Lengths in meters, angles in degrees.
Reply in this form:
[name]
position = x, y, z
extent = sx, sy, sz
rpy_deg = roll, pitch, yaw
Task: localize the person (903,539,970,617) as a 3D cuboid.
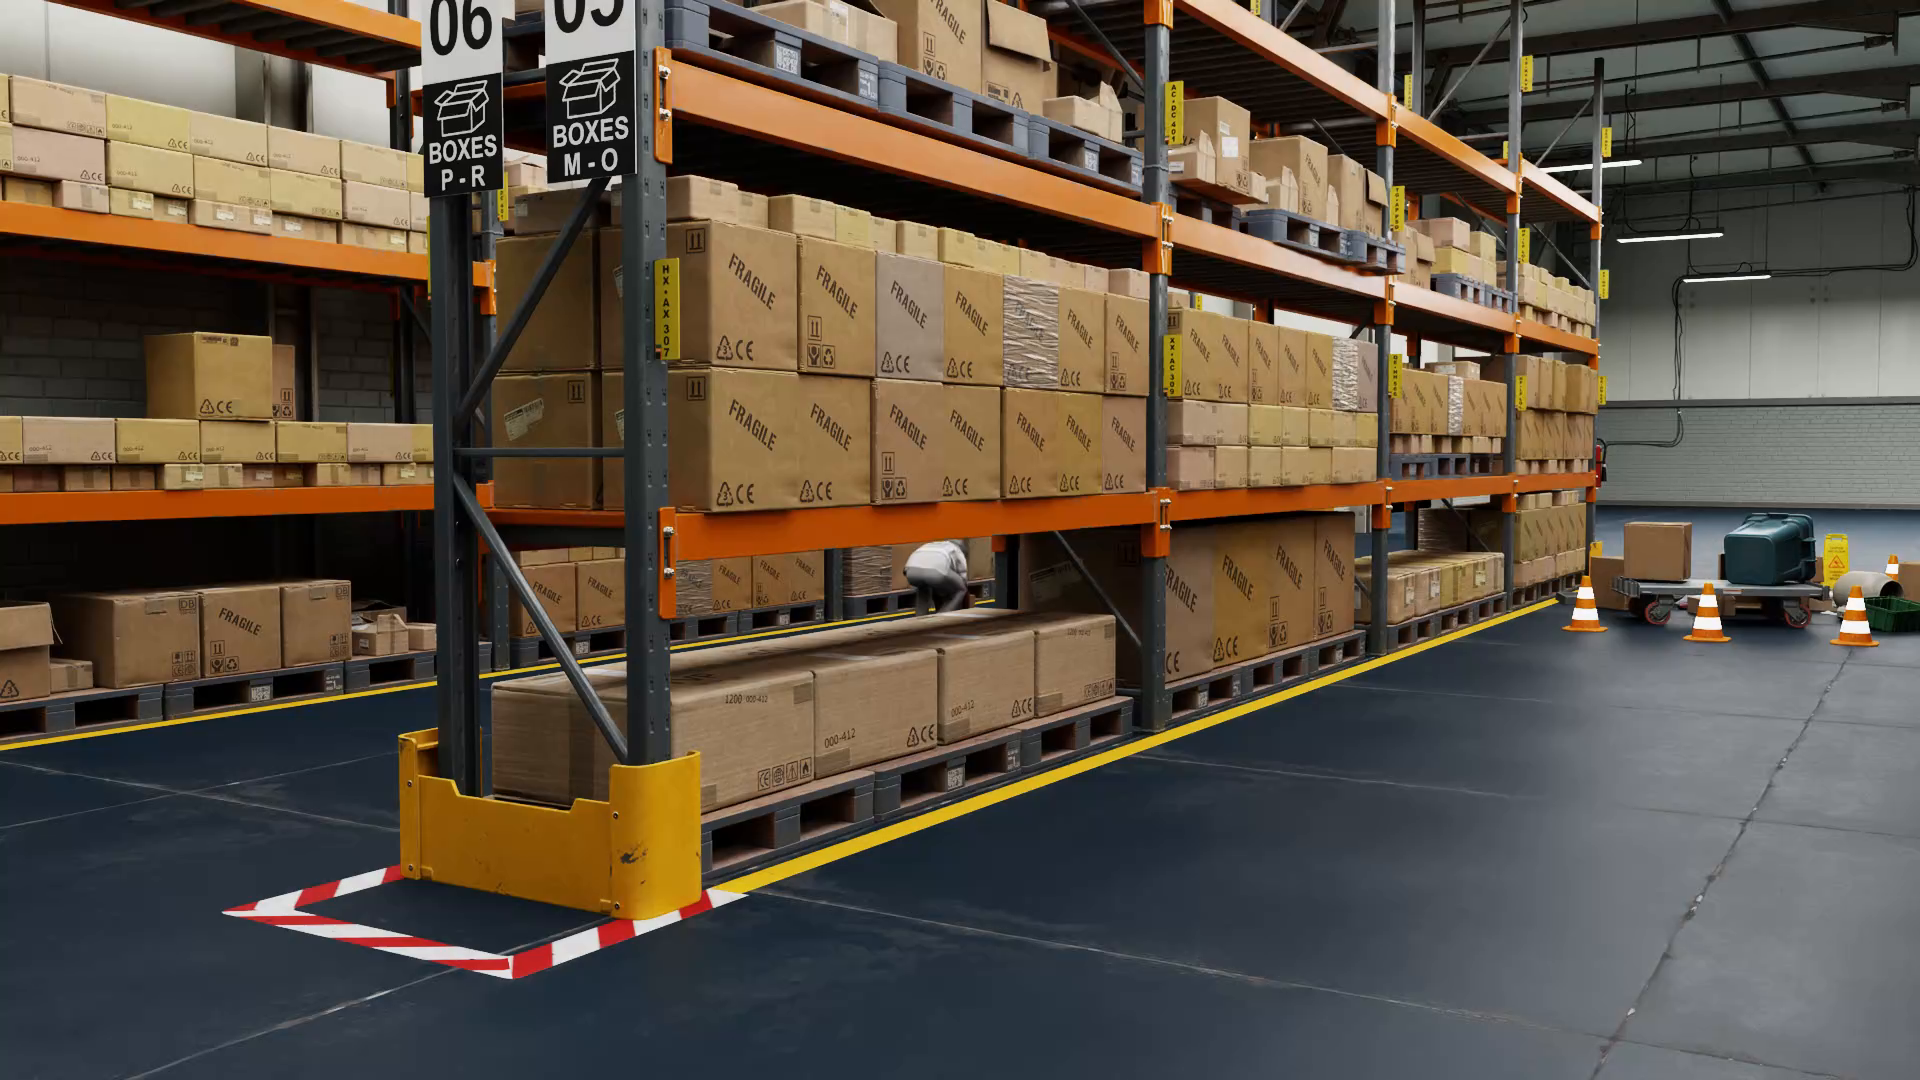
[person]
position = -0.166, 0.392, 14.535
extent = 0.448, 0.764, 0.925
rpy_deg = 1, 3, 24
